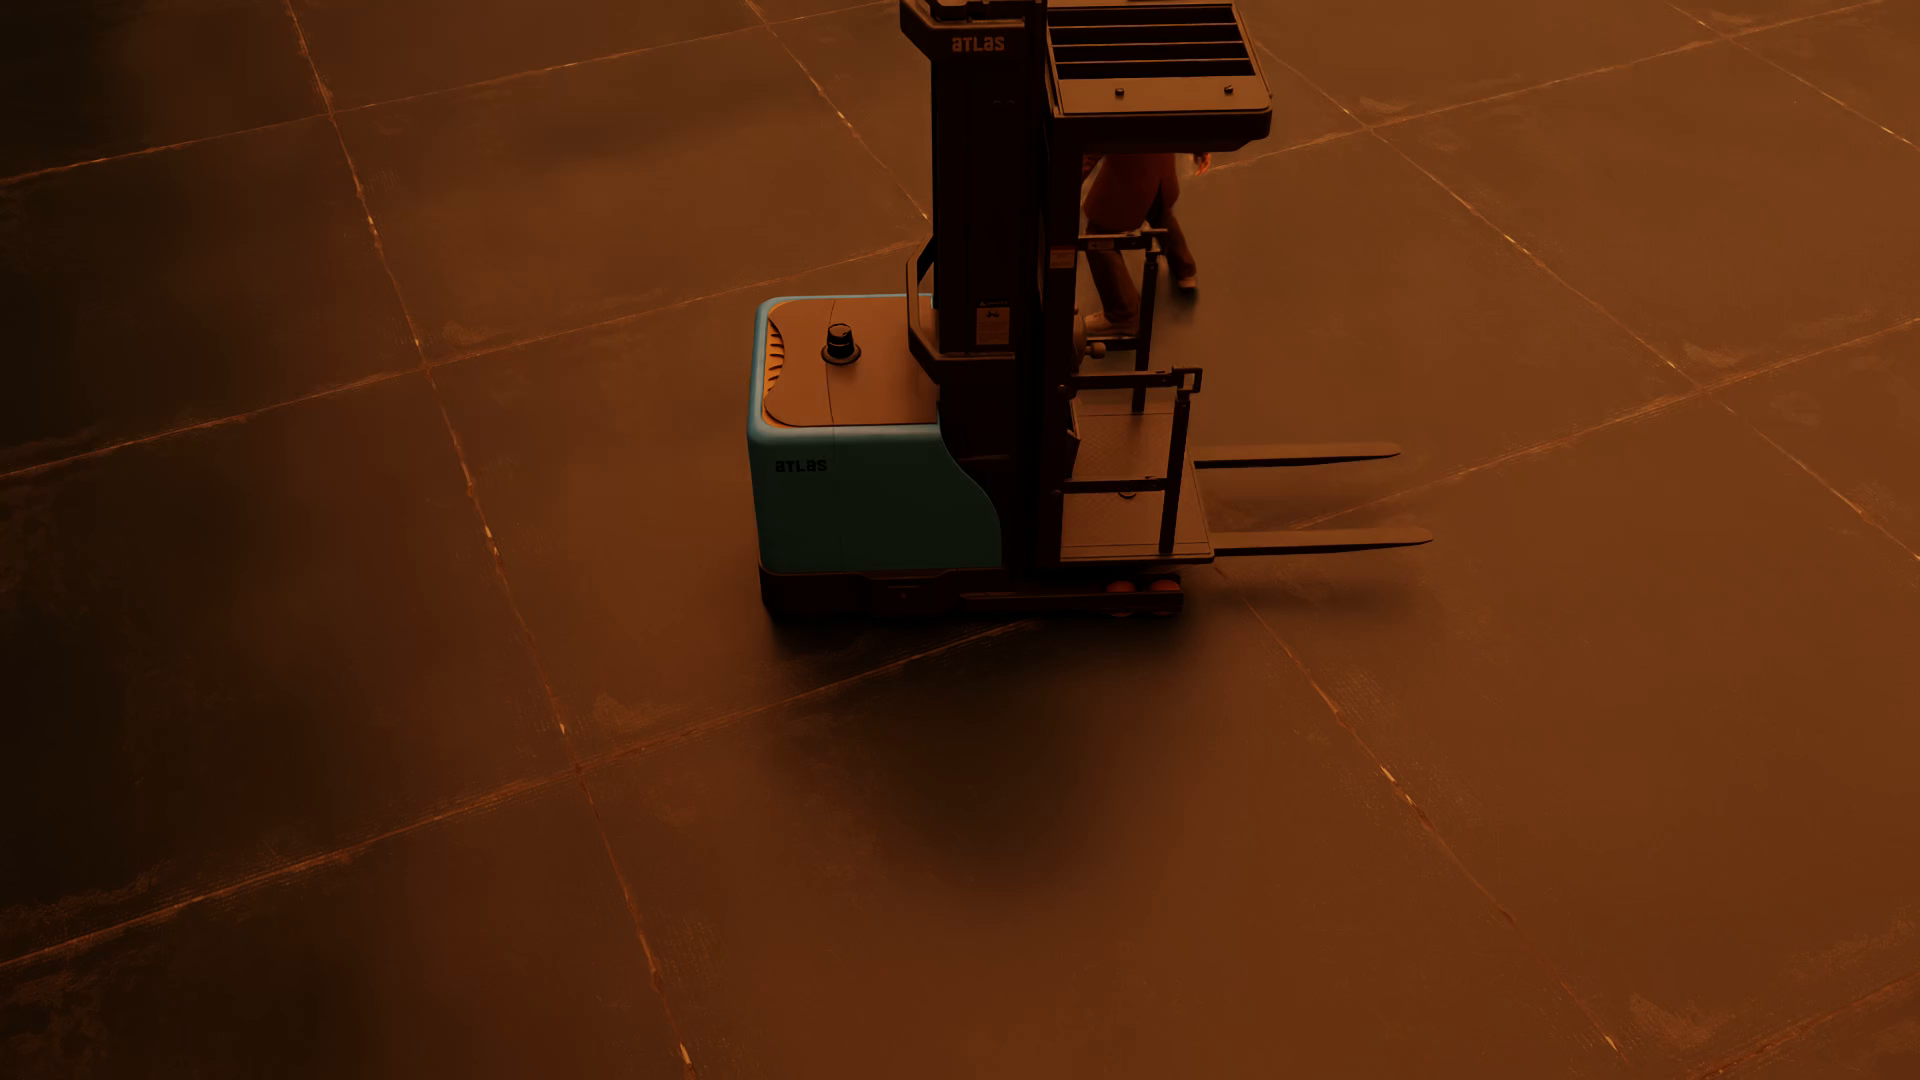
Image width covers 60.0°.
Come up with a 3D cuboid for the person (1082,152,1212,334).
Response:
[{"bbox_3d":[0.954,-1.919,8.650,1.059,1.717,0.441,-33,52,-30],"label":"person"}]

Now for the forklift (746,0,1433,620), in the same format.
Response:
[{"bbox_3d":[0.610,-1.090,6.848,3.031,2.935,1.130,-2,43,-2],"label":"forklift"}]
